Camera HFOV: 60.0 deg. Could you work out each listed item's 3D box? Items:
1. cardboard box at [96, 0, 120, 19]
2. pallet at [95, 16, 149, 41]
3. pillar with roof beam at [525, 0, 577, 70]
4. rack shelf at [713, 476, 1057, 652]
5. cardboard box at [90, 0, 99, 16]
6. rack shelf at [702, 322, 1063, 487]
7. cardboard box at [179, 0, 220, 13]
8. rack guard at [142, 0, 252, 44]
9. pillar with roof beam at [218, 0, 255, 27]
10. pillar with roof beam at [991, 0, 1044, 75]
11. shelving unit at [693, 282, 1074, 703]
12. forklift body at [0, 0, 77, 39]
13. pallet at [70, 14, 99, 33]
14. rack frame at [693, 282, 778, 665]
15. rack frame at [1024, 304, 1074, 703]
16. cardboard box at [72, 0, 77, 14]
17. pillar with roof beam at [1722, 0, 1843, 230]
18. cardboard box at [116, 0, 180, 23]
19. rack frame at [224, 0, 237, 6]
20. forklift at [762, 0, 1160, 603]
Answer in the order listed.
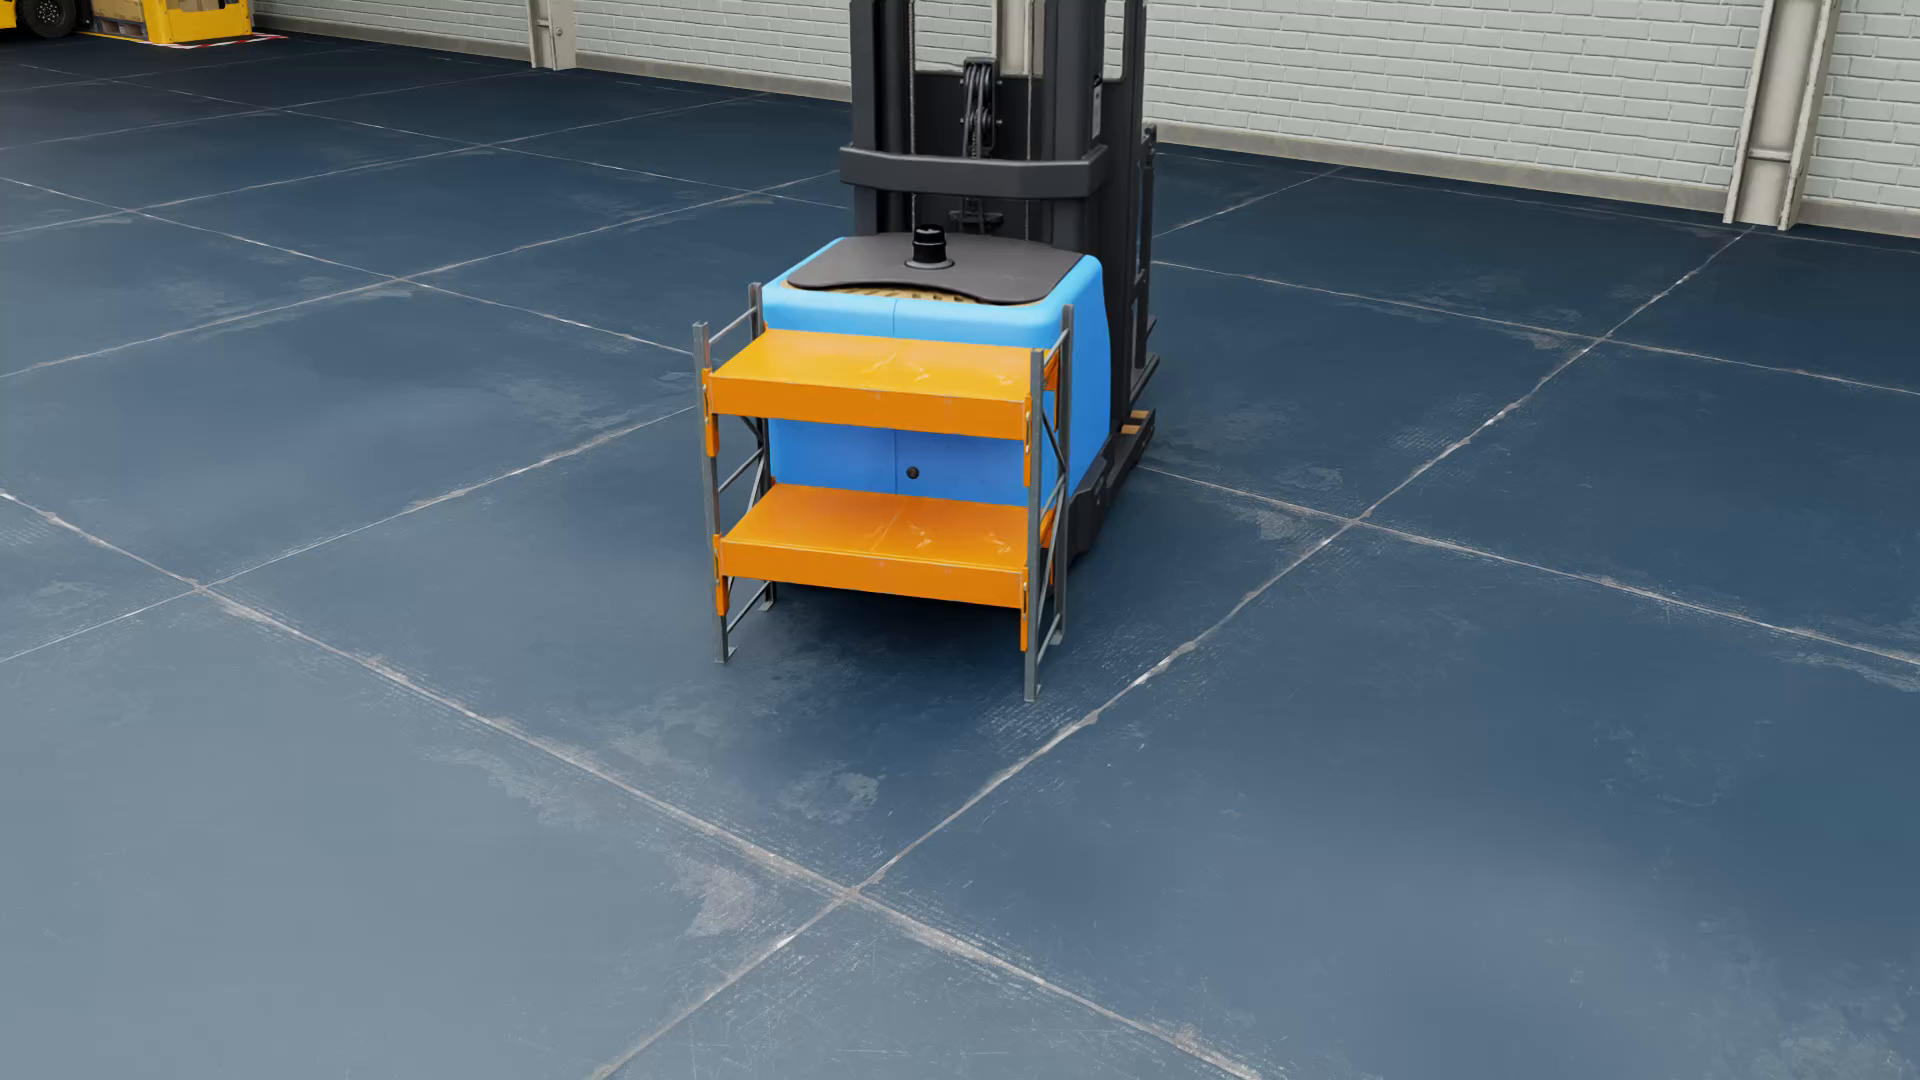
[{"bbox_3d":[-10.034,-6.446,20.049,0.500,0.250,0.500,17,29,33],"label":"cardboard box"},{"bbox_3d":[-9.713,-6.273,20.225,1.213,0.211,1.003,17,29,33],"label":"pallet"},{"bbox_3d":[-6.873,-7.742,12.660,0.400,9.000,9.100,17,29,33],"label":"pillar with roof beam"},{"bbox_3d":[-0.219,0.061,5.322,1.000,0.278,0.538,6,24,13],"label":"rack shelf"},{"bbox_3d":[-10.428,-6.570,20.331,0.500,0.250,0.500,17,29,34],"label":"cardboard box"},{"bbox_3d":[-0.219,-0.430,5.105,1.000,0.278,0.538,6,24,13],"label":"rack shelf"},{"bbox_3d":[-9.352,-6.493,20.156,0.500,0.250,0.500,17,29,34],"label":"cardboard box"},{"bbox_3d":[-9.057,-6.228,19.764,0.348,0.500,1.175,17,29,33],"label":"rack guard"},{"bbox_3d":[-11.674,-9.193,15.953,0.400,9.000,9.100,17,29,33],"label":"pillar with roof beam"},{"bbox_3d":[-2.072,-6.291,9.367,0.400,9.000,9.100,17,29,33],"label":"pillar with roof beam"},{"bbox_3d":[-0.219,-0.162,5.223,1.048,1.125,0.538,6,24,13],"label":"shelving unit"},{"bbox_3d":[-11.687,-6.859,19.149,1.214,2.155,2.313,17,29,33],"label":"forklift body"},{"bbox_3d":[-10.685,-6.568,20.895,1.213,0.211,1.003,17,29,33],"label":"pallet"},{"bbox_3d":[-0.711,-0.213,5.338,0.032,1.125,0.500,6,24,13],"label":"rack frame"},{"bbox_3d":[0.274,-0.112,5.109,0.032,1.125,0.500,6,24,13],"label":"rack frame"},{"bbox_3d":[-10.857,-6.688,20.599,0.500,0.250,0.500,18,29,35],"label":"cardboard box"},{"bbox_3d":[2.729,-4.840,6.074,0.400,9.000,9.100,17,29,33],"label":"pillar with roof beam"},{"bbox_3d":[-9.641,-6.323,19.770,0.500,0.250,0.500,17,29,34],"label":"cardboard box"},{"bbox_3d":[-9.076,-7.377,19.273,0.127,3.000,1.000,17,29,33],"label":"rack frame"},{"bbox_3d":[0.212,-1.697,6.465,1.130,2.935,3.031,7,25,15],"label":"forklift"}]
